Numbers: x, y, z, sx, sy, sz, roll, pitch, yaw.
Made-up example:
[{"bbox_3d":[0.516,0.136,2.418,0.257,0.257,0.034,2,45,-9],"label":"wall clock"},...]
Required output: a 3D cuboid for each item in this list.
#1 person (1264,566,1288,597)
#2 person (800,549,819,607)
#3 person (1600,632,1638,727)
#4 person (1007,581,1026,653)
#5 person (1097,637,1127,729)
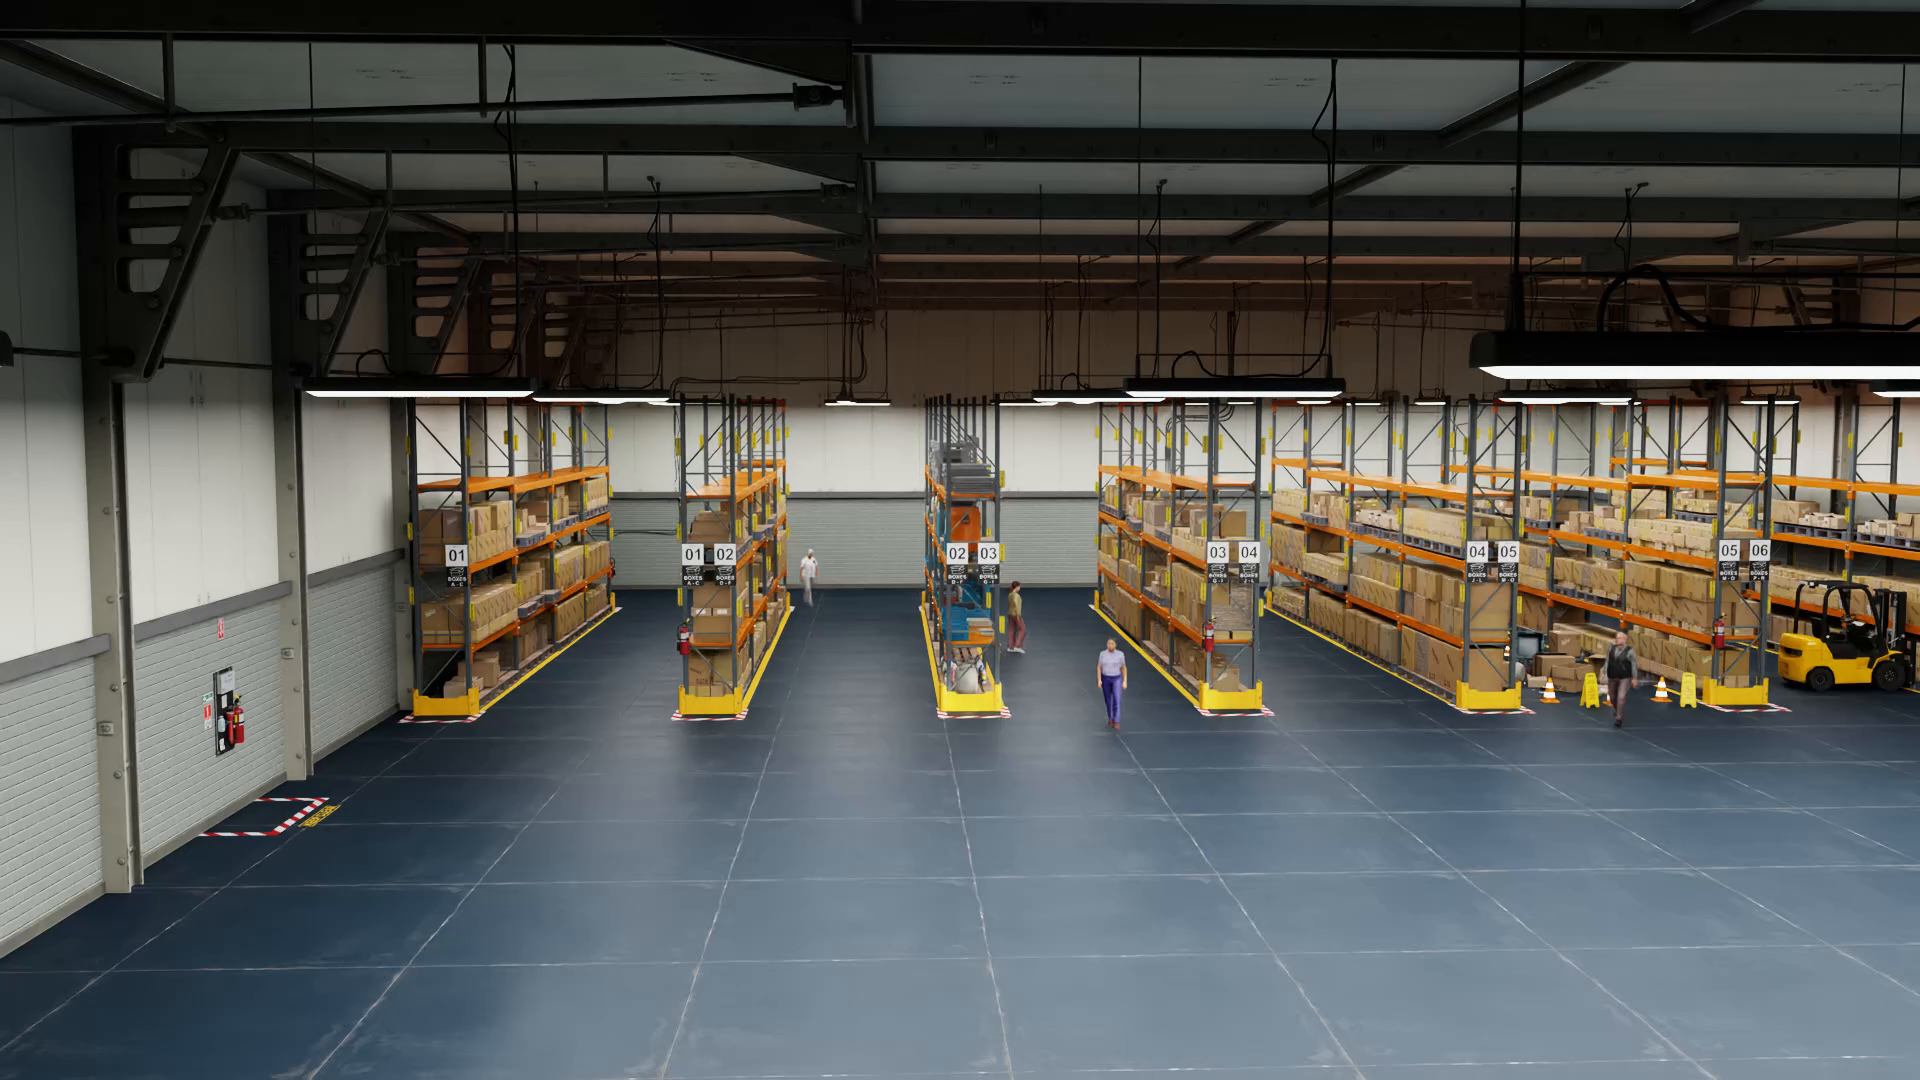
[{"bbox_3d":[9.561,0.949,49.920,1.049,1.612,0.423,4,6,44],"label":"person"},{"bbox_3d":[-4.385,1.084,48.441,0.504,1.647,0.942,-3,6,-35],"label":"person"},{"bbox_3d":[11.961,2.496,30.137,0.620,1.678,1.028,3,6,35],"label":"person"},{"bbox_3d":[1.281,1.814,39.051,0.410,1.710,0.520,-2,5,-28],"label":"person"},{"bbox_3d":[2.695,2.545,29.774,0.508,1.607,0.908,2,5,19],"label":"person"}]
